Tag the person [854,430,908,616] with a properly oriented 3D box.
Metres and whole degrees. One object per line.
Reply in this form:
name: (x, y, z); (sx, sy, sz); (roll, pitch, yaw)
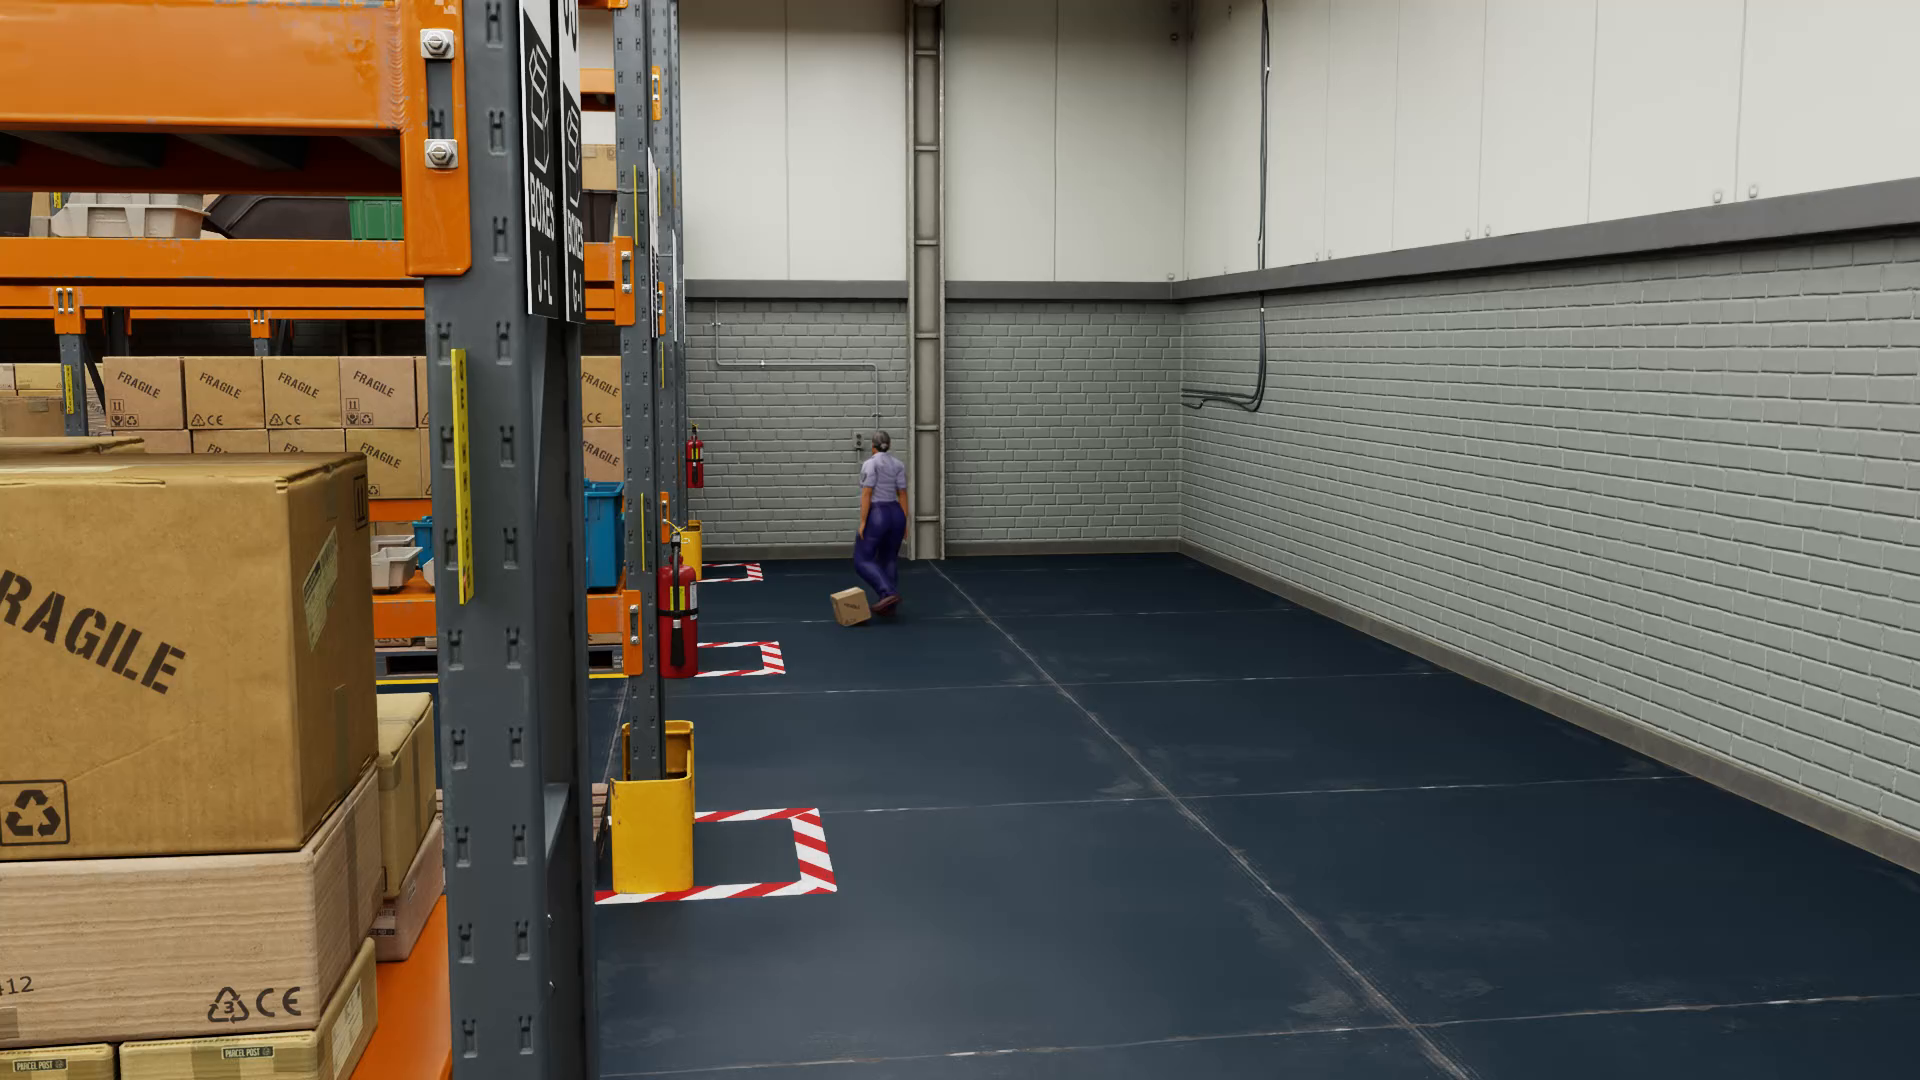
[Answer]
person: (-0.651, -0.128, 14.576); (0.562, 1.630, 0.532); (-6, 9, -43)
